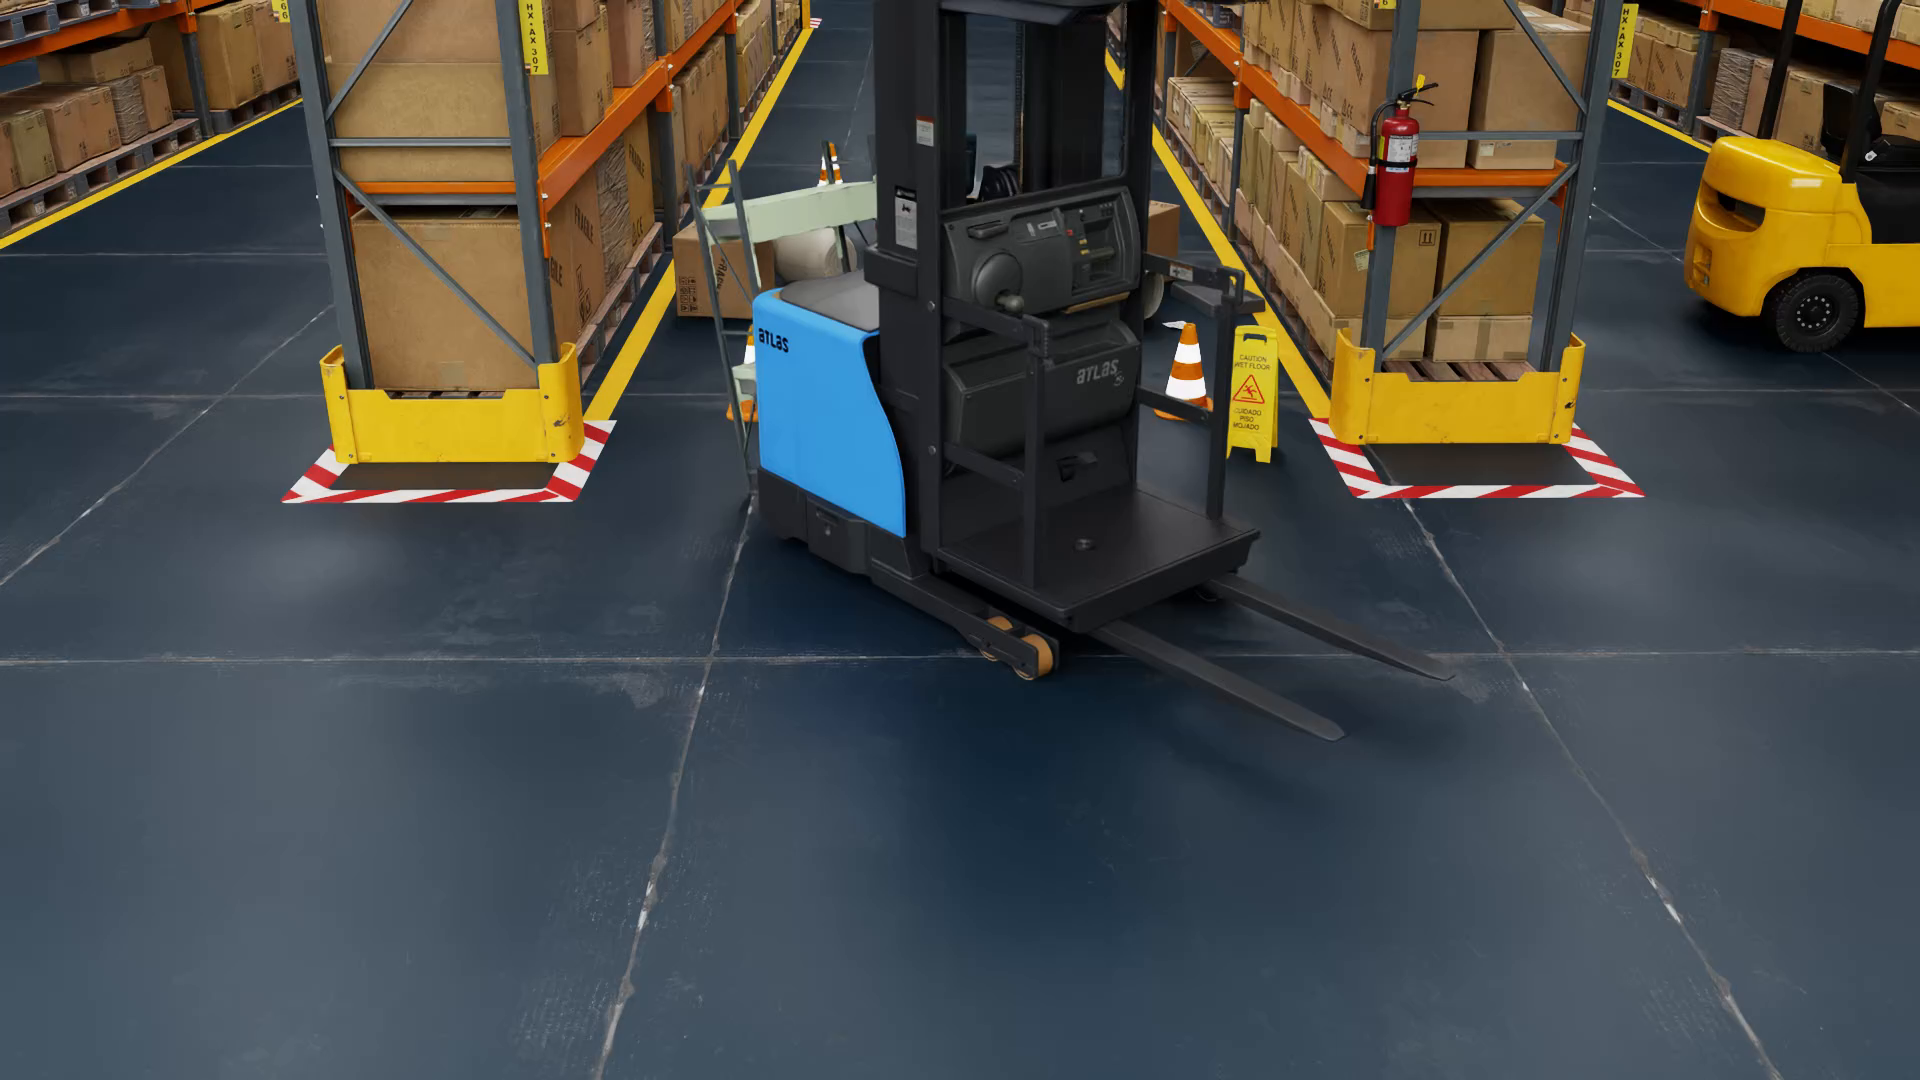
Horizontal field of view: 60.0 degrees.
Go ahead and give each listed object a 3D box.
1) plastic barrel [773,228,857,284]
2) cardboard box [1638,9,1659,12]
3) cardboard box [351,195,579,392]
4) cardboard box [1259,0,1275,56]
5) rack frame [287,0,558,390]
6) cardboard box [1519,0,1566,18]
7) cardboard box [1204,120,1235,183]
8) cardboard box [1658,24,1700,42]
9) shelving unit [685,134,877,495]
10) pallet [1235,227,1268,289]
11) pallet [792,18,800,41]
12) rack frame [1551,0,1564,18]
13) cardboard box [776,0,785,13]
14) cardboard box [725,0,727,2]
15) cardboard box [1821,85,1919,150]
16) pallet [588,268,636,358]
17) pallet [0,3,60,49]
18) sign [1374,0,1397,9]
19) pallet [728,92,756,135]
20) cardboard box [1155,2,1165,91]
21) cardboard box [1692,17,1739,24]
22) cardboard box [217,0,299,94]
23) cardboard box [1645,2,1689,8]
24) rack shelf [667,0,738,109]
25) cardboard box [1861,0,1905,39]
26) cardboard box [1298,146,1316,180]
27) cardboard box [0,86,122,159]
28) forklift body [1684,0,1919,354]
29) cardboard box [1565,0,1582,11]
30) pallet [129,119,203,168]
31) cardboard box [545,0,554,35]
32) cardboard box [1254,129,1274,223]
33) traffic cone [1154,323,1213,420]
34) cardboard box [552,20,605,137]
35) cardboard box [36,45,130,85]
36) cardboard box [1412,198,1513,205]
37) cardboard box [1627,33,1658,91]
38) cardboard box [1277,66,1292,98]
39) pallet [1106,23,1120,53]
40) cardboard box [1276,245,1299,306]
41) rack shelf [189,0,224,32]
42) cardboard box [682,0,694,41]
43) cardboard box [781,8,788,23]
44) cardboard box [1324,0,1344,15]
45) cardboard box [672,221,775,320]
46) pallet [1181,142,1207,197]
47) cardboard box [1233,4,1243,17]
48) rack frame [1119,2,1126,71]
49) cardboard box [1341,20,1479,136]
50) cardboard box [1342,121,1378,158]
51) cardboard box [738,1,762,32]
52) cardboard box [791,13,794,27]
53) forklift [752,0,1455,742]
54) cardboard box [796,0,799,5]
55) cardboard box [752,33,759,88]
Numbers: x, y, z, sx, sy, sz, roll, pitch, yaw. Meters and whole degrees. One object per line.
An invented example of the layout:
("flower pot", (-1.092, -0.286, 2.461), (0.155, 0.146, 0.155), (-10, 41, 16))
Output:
("plastic barrel", (-0.962, -1.835, 10.794), (0.512, 0.421, 0.421), (19, 30, 35))
("cardboard box", (7.131, -5.515, 17.540), (0.380, 0.149, 0.250), (1, 24, 1))
("cardboard box", (-2.538, -1.324, 8.605), (0.875, 0.875, 0.875), (0, 24, 0))
("cardboard box", (2.195, -3.325, 10.480), (0.500, 0.500, 0.500), (0, 24, -1))
("rack frame", (-2.464, -1.821, 7.637), (1.000, 3.000, 0.127), (0, 24, -1))
("cardboard box", (7.167, -6.522, 20.554), (0.700, 0.500, 0.500), (-1, 24, -3))
("cardboard box", (2.421, -3.040, 13.010), (0.950, 0.372, 0.625), (1, 24, 3))
("cardboard box", (7.109, -4.977, 16.351), (0.380, 0.149, 0.250), (-1, 24, -2))
("shelving unit", (-0.683, -1.015, 7.562), (0.755, 1.500, 0.431), (-20, 19, -35))
("pallet", (2.483, -1.986, 11.385), (1.003, 0.211, 1.213), (0, 24, -1))
("pallet", (-2.665, -6.777, 21.979), (1.003, 0.211, 1.213), (0, 24, -1))
("rack frame", (7.317, -6.854, 18.764), (1.000, 3.000, 0.127), (0, 24, -1))
("cardboard box", (-2.334, -6.503, 20.216), (0.380, 0.149, 0.250), (0, 24, 1))
("cardboard box", (-2.278, -4.979, 14.497), (0.500, 0.500, 0.500), (0, 24, -1))
("cardboard box", (7.386, -3.201, 13.060), (0.875, 0.625, 0.625), (0, 24, -1))
("pallet", (-2.562, -1.381, 10.048), (1.003, 0.211, 1.213), (0, 24, -1))
("pallet", (-7.332, -3.717, 12.061), (1.003, 0.211, 1.213), (0, 24, -1))
("sign", (1.929, -2.562, 7.487), (0.100, 0.325, 0.005), (0, 24, -1))
("pallet", (-2.559, -4.169, 16.212), (1.003, 0.211, 1.213), (0, 24, -1))
("cardboard box", (2.467, -5.057, 16.861), (0.875, 0.875, 0.875), (0, 24, 0))
("cardboard box", (7.646, -5.201, 16.847), (0.380, 0.149, 0.250), (-1, 24, -2))
("cardboard box", (-7.501, -5.012, 16.761), (1.225, 0.875, 0.875), (0, 24, 0))
("cardboard box", (7.658, -5.737, 18.032), (0.380, 0.149, 0.250), (-1, 24, -3))
("rack shelf", (-2.530, -3.966, 13.252), (1.077, 0.370, 4.000), (0, 24, -1))
("cardboard box", (7.126, -3.902, 12.421), (0.500, 0.250, 0.500), (0, 24, -1))
("cardboard box", (2.143, -2.153, 9.500), (0.380, 0.149, 0.250), (1, 24, 2))
("cardboard box", (-7.453, -3.460, 13.761), (0.700, 0.500, 0.500), (2, 24, 4))
("forklift body", (5.603, -2.295, 9.715), (2.313, 2.155, 1.214), (0, 24, -1))
("cardboard box", (7.054, -6.053, 18.729), (0.380, 0.149, 0.250), (1, 24, 2))
("pallet", (-7.505, -3.544, 14.831), (1.003, 0.211, 1.213), (0, 24, -1))
("cardboard box", (-2.528, -2.761, 8.222), (0.875, 0.550, 0.550), (0, 24, -1))
("cardboard box", (2.195, -2.349, 10.720), (0.500, 0.500, 0.500), (1, 24, 2))
("traffic cone", (1.190, -0.901, 8.680), (0.336, 0.463, 0.334), (0, 24, -1))
("cardboard box", (-2.422, -2.500, 8.956), (0.875, 0.550, 0.550), (0, 24, -1))
("cardboard box", (-7.459, -4.046, 14.145), (0.500, 0.250, 0.500), (2, 24, 5))
("cardboard box", (2.741, -1.724, 9.339), (0.500, 0.500, 0.500), (-1, 24, -3))
("cardboard box", (7.137, -4.853, 16.864), (0.500, 0.500, 0.500), (1, 24, 2))
("cardboard box", (2.128, -2.760, 10.018), (0.380, 0.149, 0.250), (0, 24, 0))
("pallet", (2.407, -6.377, 21.094), (1.003, 0.211, 1.213), (0, 24, -1))
("cardboard box", (2.197, -1.585, 9.941), (0.500, 0.250, 0.500), (-1, 24, -2))
("rack shelf", (-7.534, -5.633, 16.939), (1.077, 0.370, 4.000), (0, 24, -1))
("cardboard box", (-2.251, -3.941, 12.202), (0.500, 0.500, 0.500), (0, 24, 0))
("cardboard box", (-2.329, -6.478, 20.522), (0.380, 0.149, 0.250), (0, 24, -1))
("cardboard box", (2.262, -2.940, 8.414), (0.700, 0.500, 0.500), (0, 24, 0))
("cardboard box", (-1.465, -1.697, 10.392), (0.500, 0.500, 0.500), (4, 25, 9))
("pallet", (2.414, -3.088, 13.821), (1.003, 0.211, 1.213), (0, 24, -1))
("cardboard box", (2.159, -3.821, 11.854), (0.380, 0.149, 0.250), (0, 24, 0))
("rack frame", (2.353, -6.830, 18.711), (1.000, 3.000, 0.127), (0, 24, -1))
("cardboard box", (2.203, -2.289, 8.188), (0.500, 0.500, 0.500), (-1, 24, -1))
("cardboard box", (2.153, -2.028, 8.398), (0.380, 0.149, 0.250), (-1, 24, -1))
("cardboard box", (-2.322, -5.425, 17.218), (0.500, 0.250, 0.500), (-1, 24, -3))
("cardboard box", (-2.323, -6.669, 21.306), (0.380, 0.149, 0.250), (-1, 24, -3))
("forklift", (0.459, -1.055, 6.026), (1.130, 2.935, 3.031), (-20, 31, -36))
("cardboard box", (-2.348, -7.226, 22.176), (0.380, 0.149, 0.250), (-1, 24, -2))
("cardboard box", (-2.324, -4.881, 16.927), (0.500, 0.500, 0.500), (-1, 24, -2))
